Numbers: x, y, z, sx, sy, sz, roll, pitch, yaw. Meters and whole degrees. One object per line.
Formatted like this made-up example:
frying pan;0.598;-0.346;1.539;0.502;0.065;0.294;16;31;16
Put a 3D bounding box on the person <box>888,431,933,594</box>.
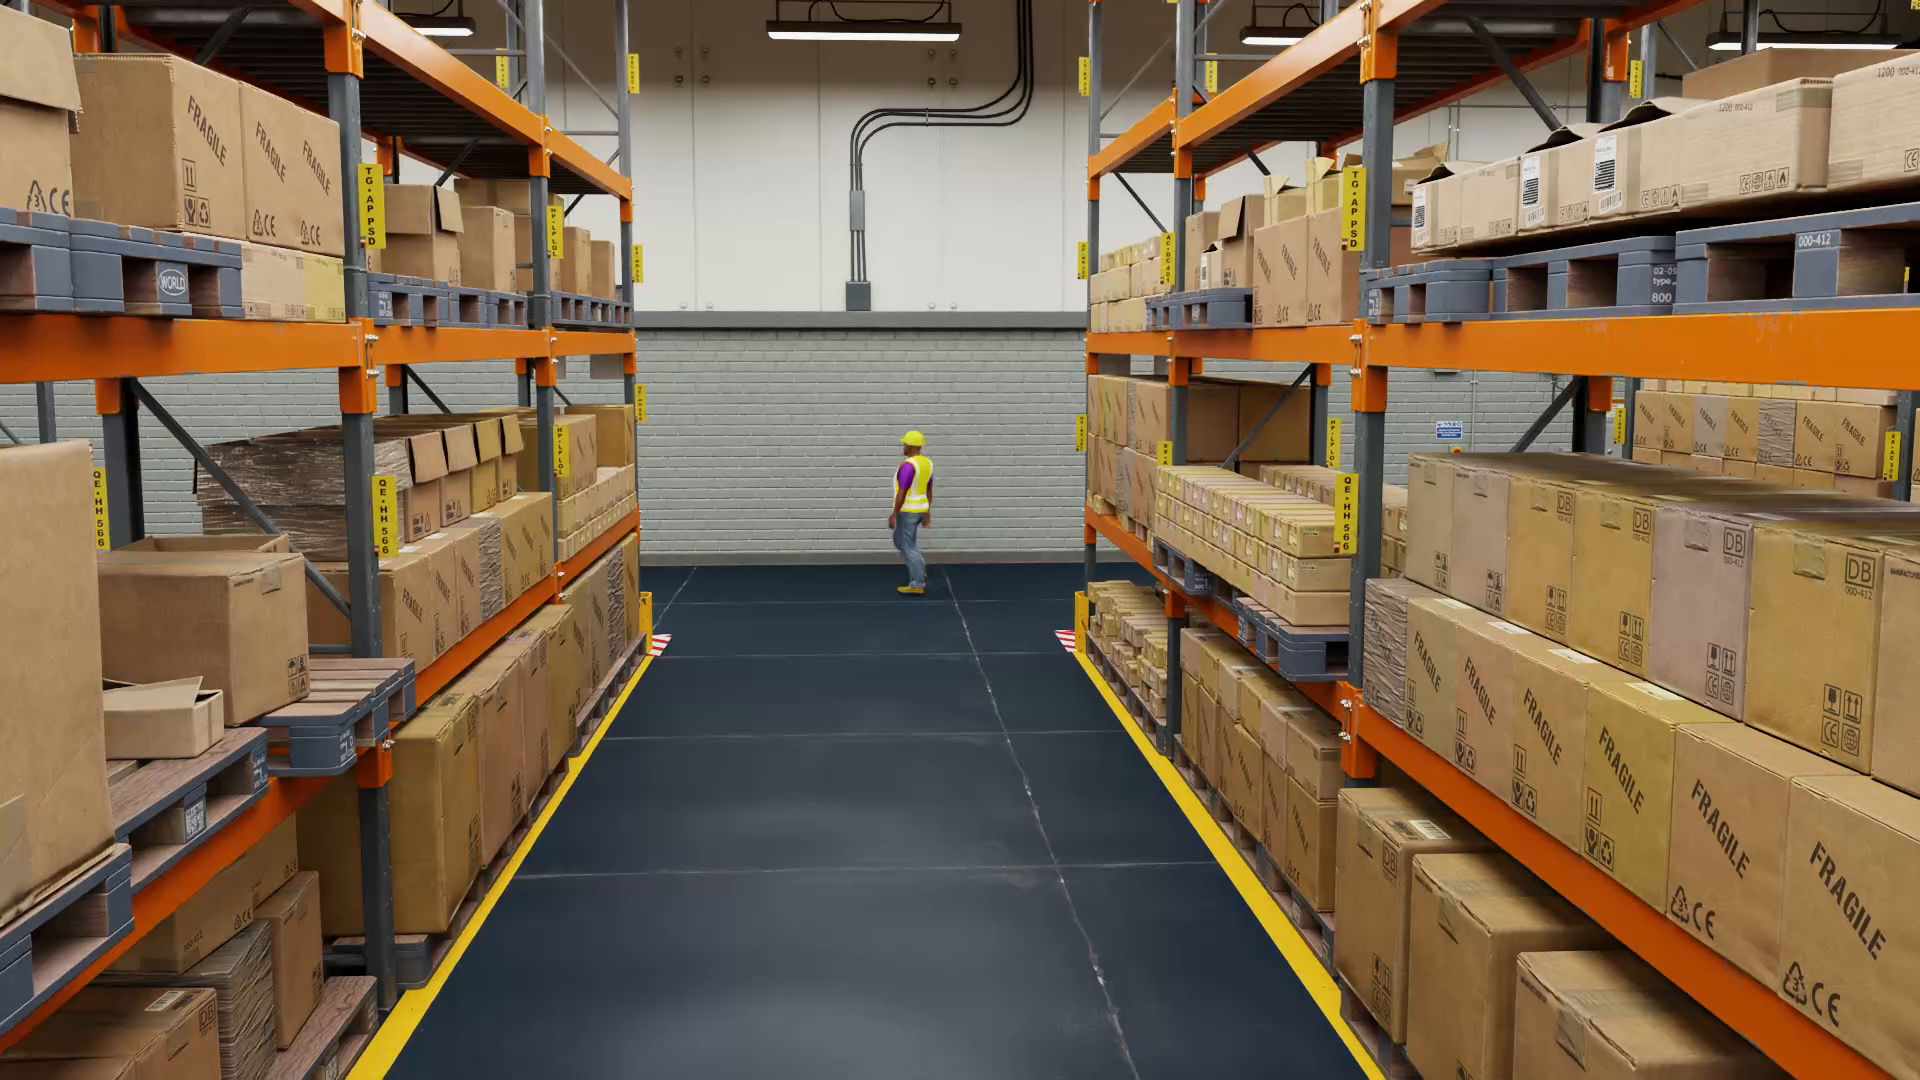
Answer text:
person;-0.573;-0.284;17.960;0.461;1.797;0.563;3;7;24
